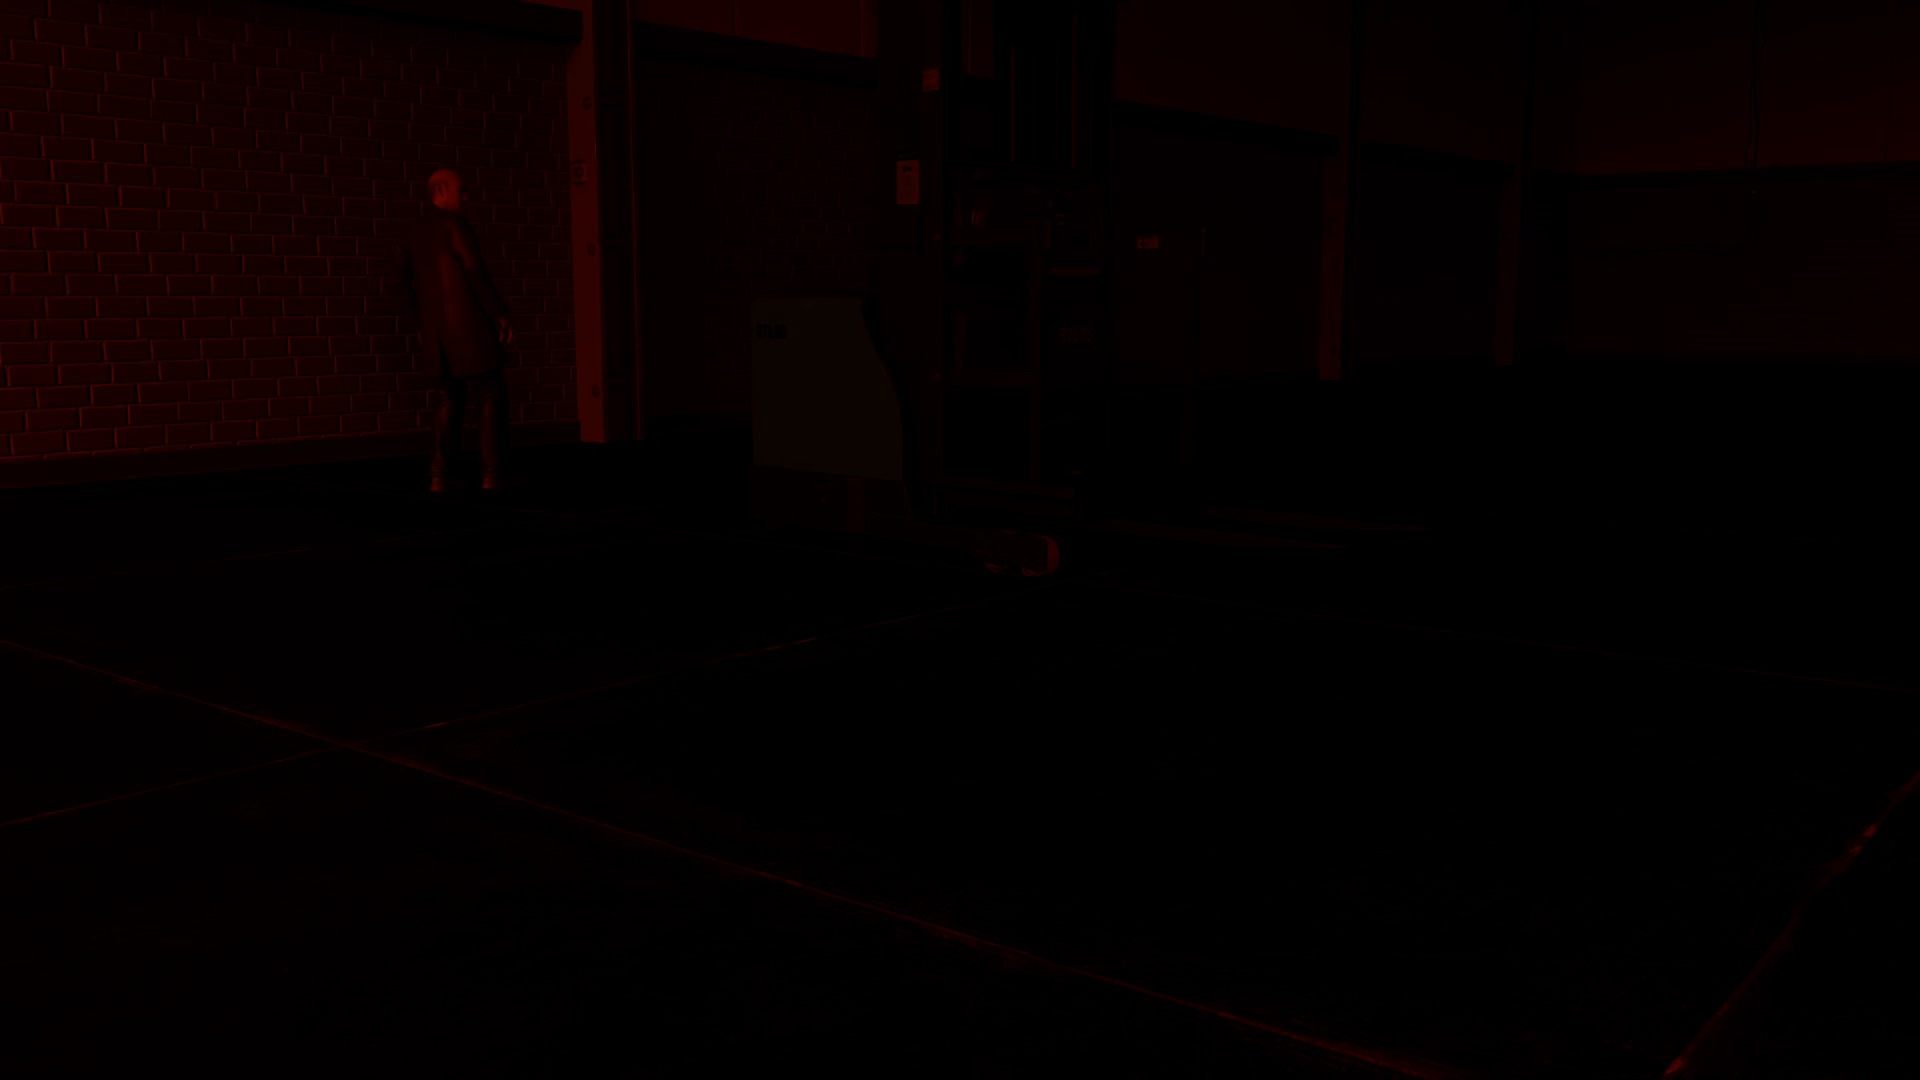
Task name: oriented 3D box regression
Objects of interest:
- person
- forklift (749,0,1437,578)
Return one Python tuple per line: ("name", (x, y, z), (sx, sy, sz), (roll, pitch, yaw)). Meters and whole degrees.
("person", (-2.755, -1.160, 9.244), (0.787, 1.766, 0.561), (4, 9, 25))
("forklift", (0.446, -1.390, 6.779), (3.031, 2.935, 1.130), (8, 11, 43))
